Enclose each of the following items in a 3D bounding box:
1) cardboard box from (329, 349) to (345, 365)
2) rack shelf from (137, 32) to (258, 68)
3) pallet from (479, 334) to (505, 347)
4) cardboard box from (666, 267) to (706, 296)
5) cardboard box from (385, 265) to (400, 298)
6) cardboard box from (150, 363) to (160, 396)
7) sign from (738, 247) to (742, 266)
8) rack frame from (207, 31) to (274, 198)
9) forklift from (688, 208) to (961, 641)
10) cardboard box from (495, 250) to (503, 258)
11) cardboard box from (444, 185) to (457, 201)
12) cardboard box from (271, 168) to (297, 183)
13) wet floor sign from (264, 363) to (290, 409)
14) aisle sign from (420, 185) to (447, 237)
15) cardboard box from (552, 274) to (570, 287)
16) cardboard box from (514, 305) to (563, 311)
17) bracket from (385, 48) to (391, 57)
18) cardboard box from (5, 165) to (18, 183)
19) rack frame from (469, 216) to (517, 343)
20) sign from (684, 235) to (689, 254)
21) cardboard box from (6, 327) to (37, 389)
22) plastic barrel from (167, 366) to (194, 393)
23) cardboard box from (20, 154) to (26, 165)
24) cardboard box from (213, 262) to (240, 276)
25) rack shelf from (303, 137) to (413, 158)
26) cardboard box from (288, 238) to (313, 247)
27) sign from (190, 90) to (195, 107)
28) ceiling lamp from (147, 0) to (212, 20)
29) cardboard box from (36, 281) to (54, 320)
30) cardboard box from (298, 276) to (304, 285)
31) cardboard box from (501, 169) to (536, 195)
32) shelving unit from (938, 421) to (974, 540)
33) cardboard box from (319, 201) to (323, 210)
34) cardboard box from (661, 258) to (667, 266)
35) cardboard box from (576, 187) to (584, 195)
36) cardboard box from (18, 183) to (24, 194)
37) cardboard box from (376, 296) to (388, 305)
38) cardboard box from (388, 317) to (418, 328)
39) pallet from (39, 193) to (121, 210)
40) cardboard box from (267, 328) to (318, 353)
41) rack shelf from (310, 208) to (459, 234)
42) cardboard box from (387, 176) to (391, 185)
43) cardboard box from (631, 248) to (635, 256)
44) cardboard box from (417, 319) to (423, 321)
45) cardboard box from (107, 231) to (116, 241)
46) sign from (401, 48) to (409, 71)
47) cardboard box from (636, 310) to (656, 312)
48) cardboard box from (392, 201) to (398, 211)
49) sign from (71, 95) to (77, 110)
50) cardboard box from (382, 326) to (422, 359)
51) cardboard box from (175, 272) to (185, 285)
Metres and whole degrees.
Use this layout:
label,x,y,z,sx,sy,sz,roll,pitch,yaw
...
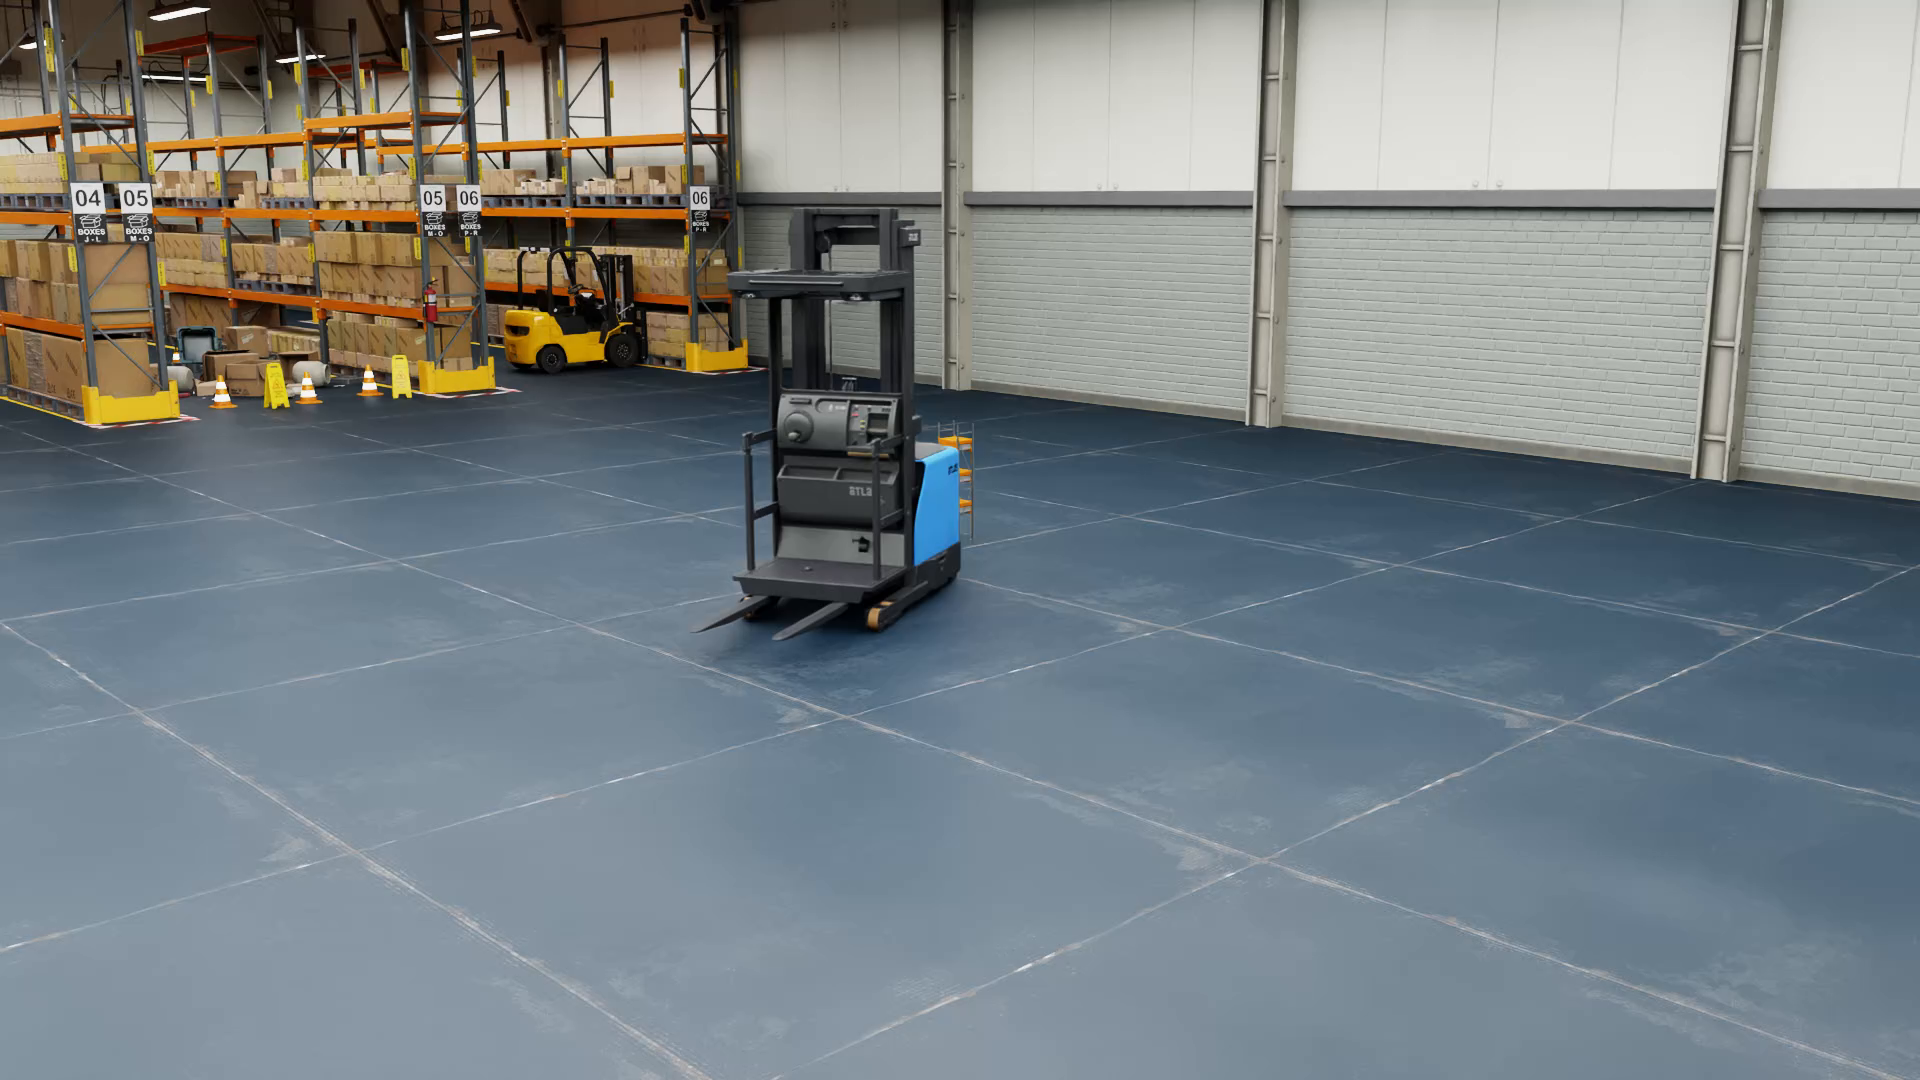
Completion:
label,x,y,z,sx,sy,sz,roll,pitch,yaw
cardboard box,-10.498,-3.166,28.619,0.500,0.250,0.500,11,16,43
rack shelf,-14.854,-9.520,32.367,1.077,0.370,4.000,-11,16,-43
pallet,-9.345,-4.216,34.850,1.003,0.211,1.213,-11,16,-43
cardboard box,-4.891,-4.624,29.672,0.500,0.500,0.500,-11,16,-44
cardboard box,-8.865,-4.156,26.667,0.500,0.500,0.500,-11,16,-42
cardboard box,-12.407,-2.420,25.411,0.500,0.500,0.500,-8,14,-33
sign,-3.955,-5.079,29.787,0.100,0.325,0.005,-11,16,-43
rack frame,-13.473,-7.953,31.213,1.000,3.000,0.127,-11,16,-43
forklift,-0.964,-0.884,11.940,1.130,2.935,3.031,4,12,19
cardboard box,-9.308,-5.877,34.148,0.380,0.149,0.250,-11,16,-42
cardboard box,-8.103,-5.499,26.370,0.500,0.250,0.500,-11,16,-44
cardboard box,-11.924,-6.490,29.636,0.500,0.250,0.500,-11,16,-42
wet floor sign,-10.007,-2.261,24.288,0.232,0.644,0.267,8,14,35
aisle sign,-8.115,-5.071,25.649,0.394,0.787,0.004,-11,16,-43
cardboard box,-7.660,-5.087,32.540,0.500,0.250,0.500,-10,16,-41
cardboard box,-8.543,-4.464,33.990,0.625,0.625,0.875,11,16,43
bracket,-13.020,-11.230,38.200,0.235,0.232,0.430,-11,16,-43
cardboard box,-13.387,-5.265,23.946,0.500,0.250,0.500,-11,16,-43
rack frame,-9.886,-5.707,35.178,1.000,3.000,0.127,-11,16,-43
sign,-4.763,-5.149,29.013,0.100,0.325,0.005,-11,16,-43
cardboard box,-13.837,-2.790,25.244,0.875,0.875,0.875,-11,16,-42
plastic barrel,-12.328,-2.513,26.059,0.512,0.421,0.421,-1,12,-4
cardboard box,-12.990,-5.358,23.411,0.380,0.149,0.250,-11,16,-42
cardboard box,-13.991,-5.221,31.954,0.500,0.250,0.500,-11,16,-43
rack shelf,-14.029,-9.167,38.896,1.077,0.370,4.000,-11,16,-43
cardboard box,-11.678,-5.284,29.490,0.250,0.149,0.380,11,16,43
sign,-15.851,-9.110,34.319,0.100,0.325,0.005,-11,16,-43
ceiling lamp,-12.197,-9.904,26.218,0.800,3.185,2.000,-11,16,-43
cardboard box,-12.835,-3.512,24.152,0.875,0.550,0.500,-11,16,-43
cardboard box,-11.435,-4.591,29.344,0.250,0.149,0.380,11,16,43
cardboard box,-8.859,-7.191,33.414,0.500,0.500,0.500,-10,16,-41
shelving unit,-0.037,-0.522,14.843,0.215,1.050,0.252,-11,16,-43
cardboard box,-10.672,-5.697,28.316,0.380,0.149,0.250,-11,16,-43
cardboard box,-5.136,-4.997,29.878,0.380,0.149,0.250,-11,16,-42
cardboard box,-7.033,-6.616,31.491,0.380,0.149,0.250,-10,16,-41
cardboard box,-13.165,-5.005,23.670,0.380,0.149,0.250,-11,16,-42
cardboard box,-9.295,-3.926,27.155,0.380,0.149,0.250,-11,16,-43
cardboard box,-8.992,-3.516,26.851,0.380,0.149,0.250,-10,15,-41
pallet,-11.978,-4.675,22.956,1.003,0.211,1.213,-11,16,-43
cardboard box,-12.575,-3.743,31.117,0.950,0.372,0.625,-11,16,-44
rack shelf,-9.329,-5.256,27.338,1.077,0.370,4.000,-11,16,-43
cardboard box,-8.873,-5.714,26.425,0.380,0.149,0.250,-11,16,-42
cardboard box,-5.824,-5.298,30.599,0.380,0.149,0.250,-11,16,-42
cardboard box,-11.760,-5.020,36.999,0.500,0.500,0.500,11,16,43
cardboard box,-18.149,-6.463,36.121,0.500,0.500,0.500,-11,16,-43
sign,-8.364,-7.246,25.074,0.100,0.325,0.005,-11,16,-43
cardboard box,-5.961,-4.133,30.833,0.500,0.250,0.500,-11,16,-44
cardboard box,-8.751,-5.282,26.303,0.380,0.149,0.250,-10,15,-41
sign,-19.403,-9.579,36.398,0.100,0.325,0.005,-11,16,-43
cardboard box,-9.053,-3.230,27.069,0.500,0.500,0.500,-10,15,-40
cardboard box,-15.422,-5.272,33.437,0.500,0.250,0.500,-11,16,-43
